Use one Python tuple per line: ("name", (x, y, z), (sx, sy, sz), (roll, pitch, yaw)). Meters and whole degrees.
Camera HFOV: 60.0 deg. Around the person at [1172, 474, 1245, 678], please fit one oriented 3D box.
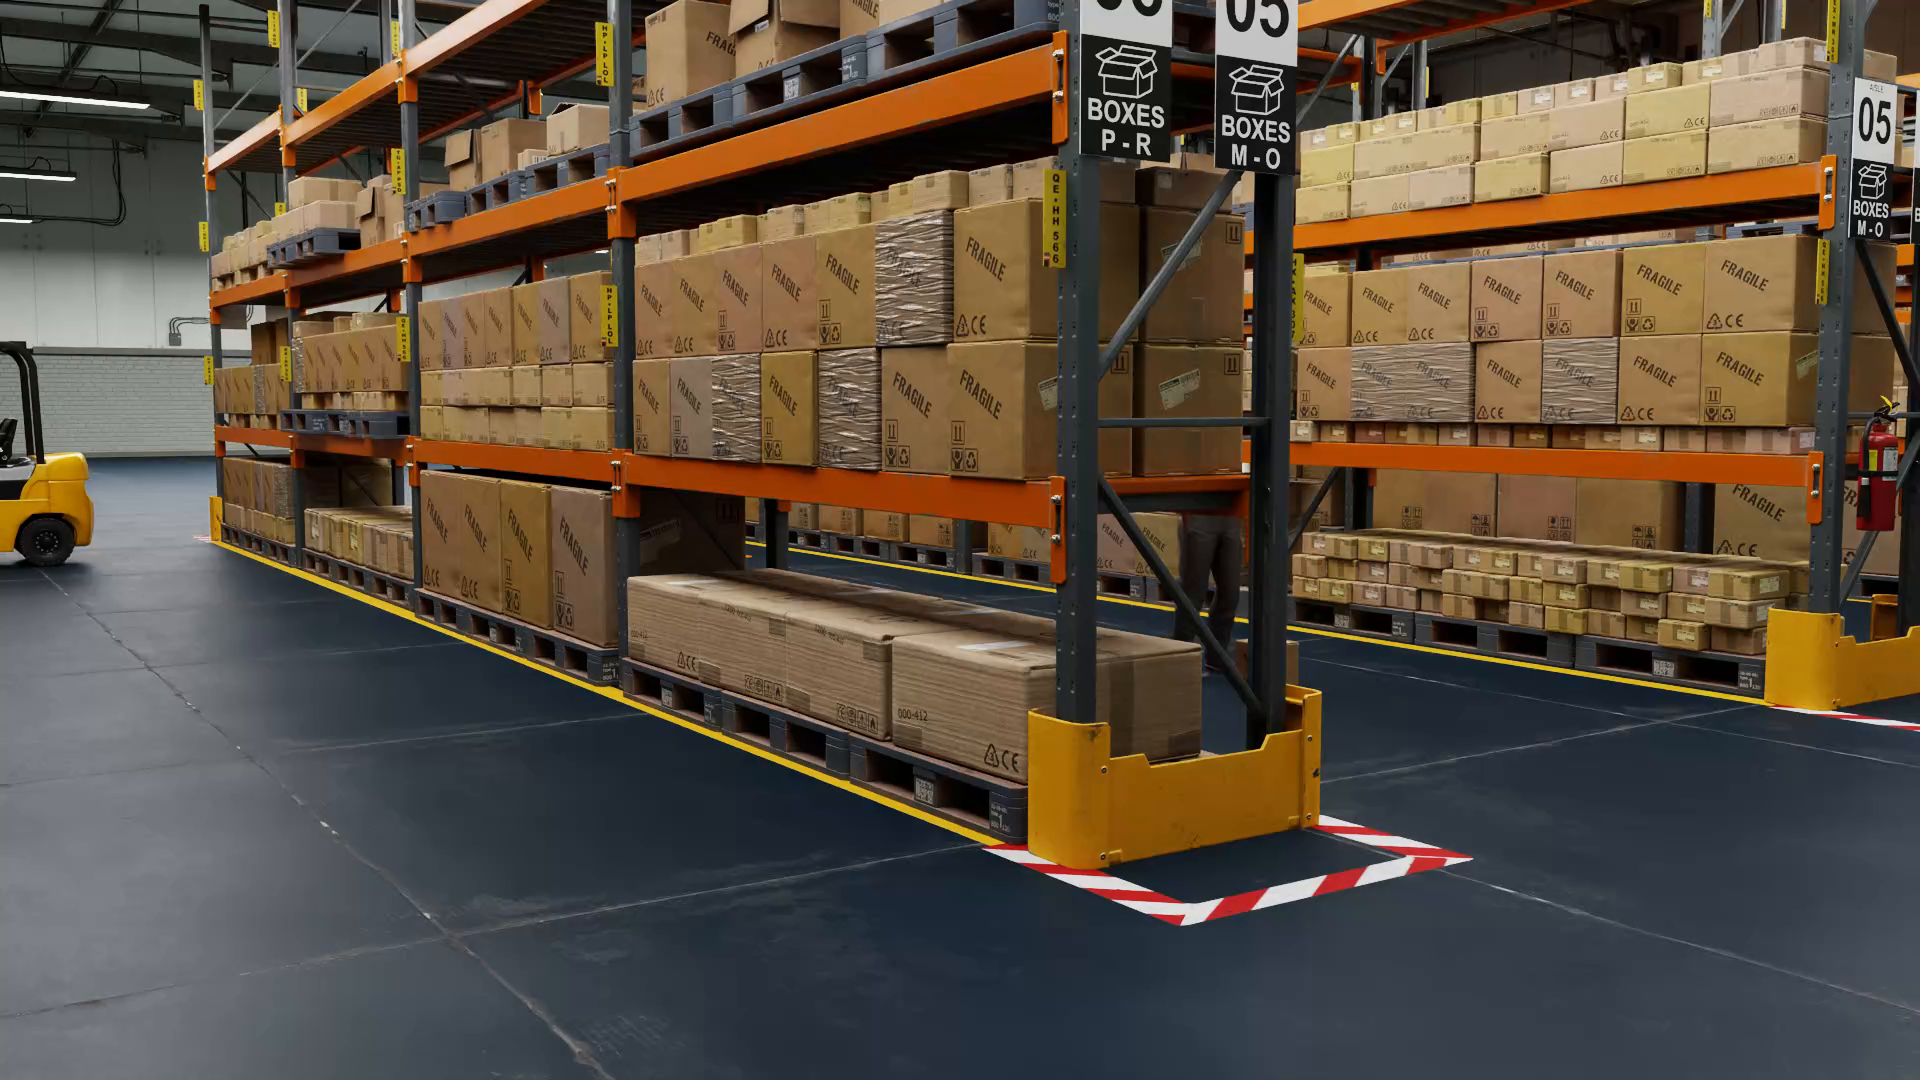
("person", (1.462, -0.034, 9.653), (0.436, 1.675, 0.322), (-3, 6, -32))
